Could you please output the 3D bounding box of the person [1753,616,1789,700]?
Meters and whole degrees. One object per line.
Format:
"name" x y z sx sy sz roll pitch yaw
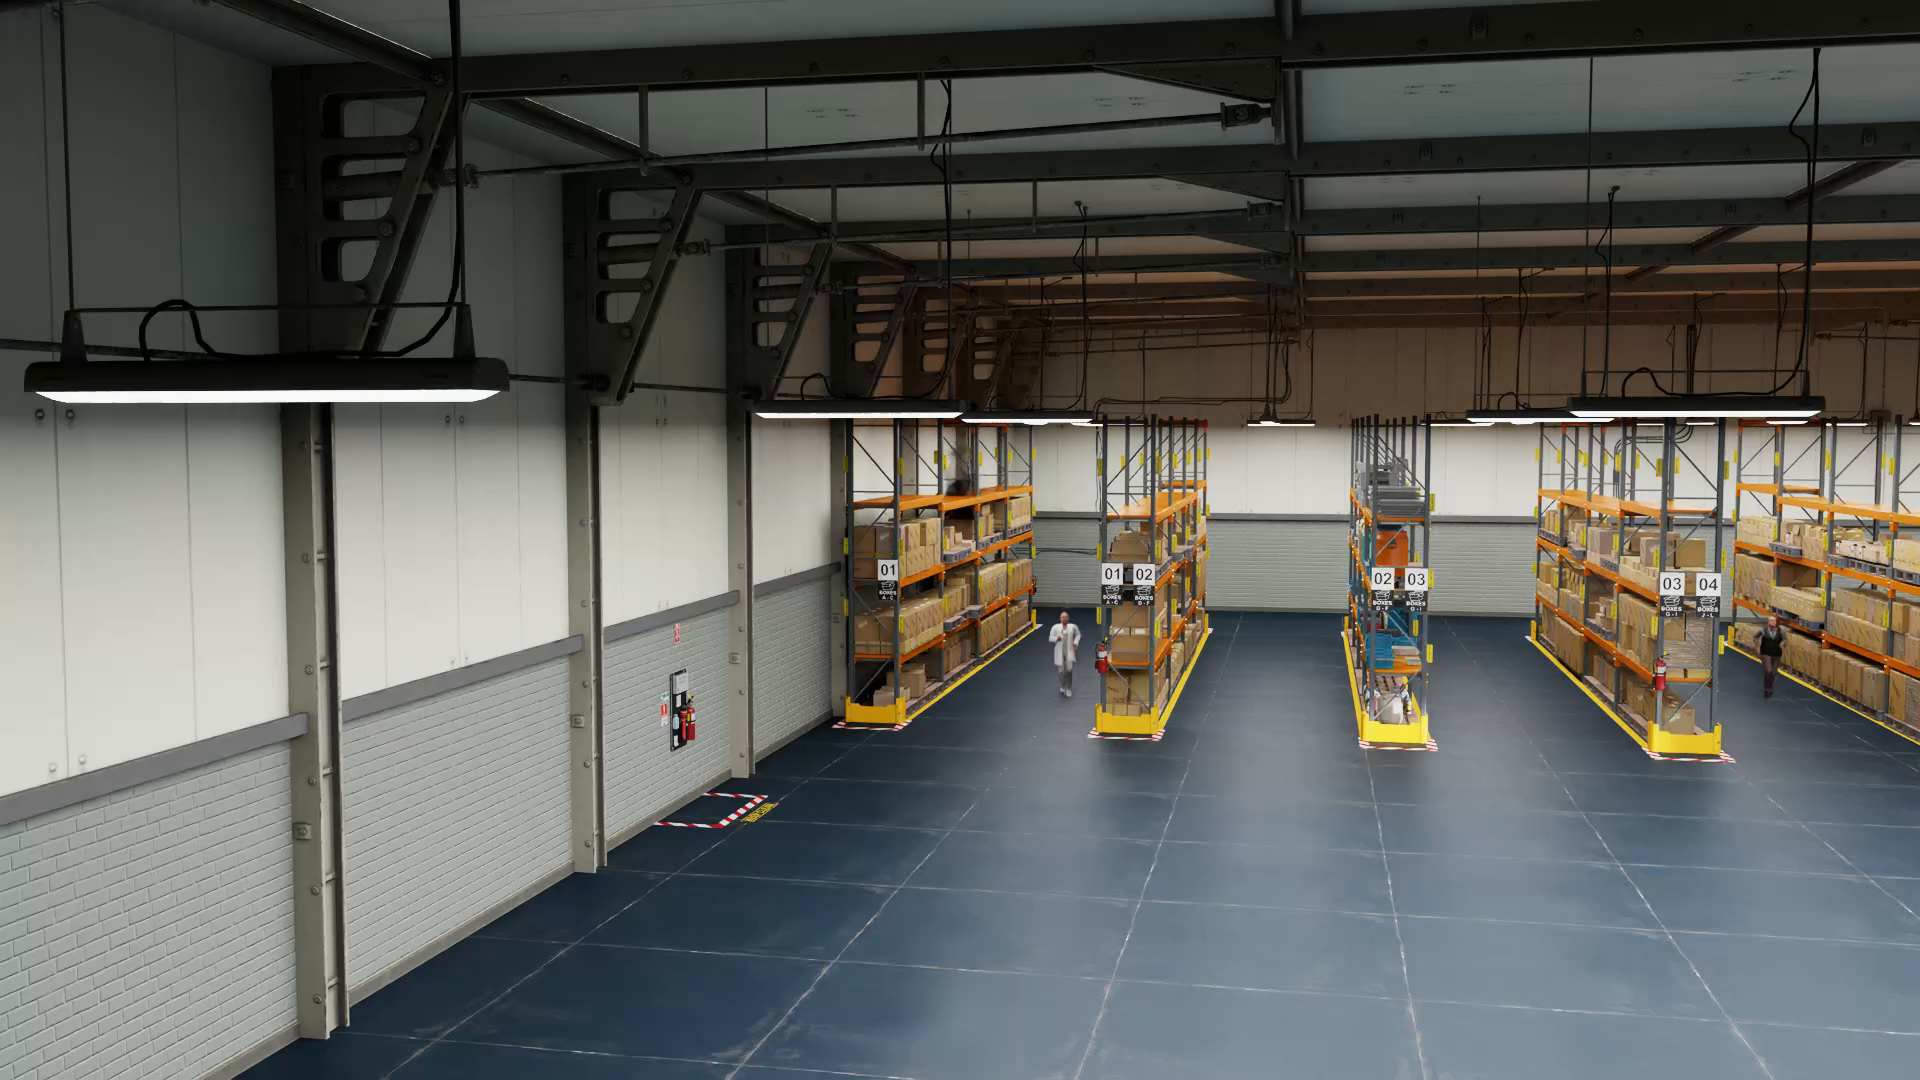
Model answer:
"person" 17.318 2.511 35.488 0.642 1.782 0.783 1 4 9

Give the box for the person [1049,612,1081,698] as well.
"person" 2.249 2.566 35.670 0.684 1.637 0.747 0 4 3
